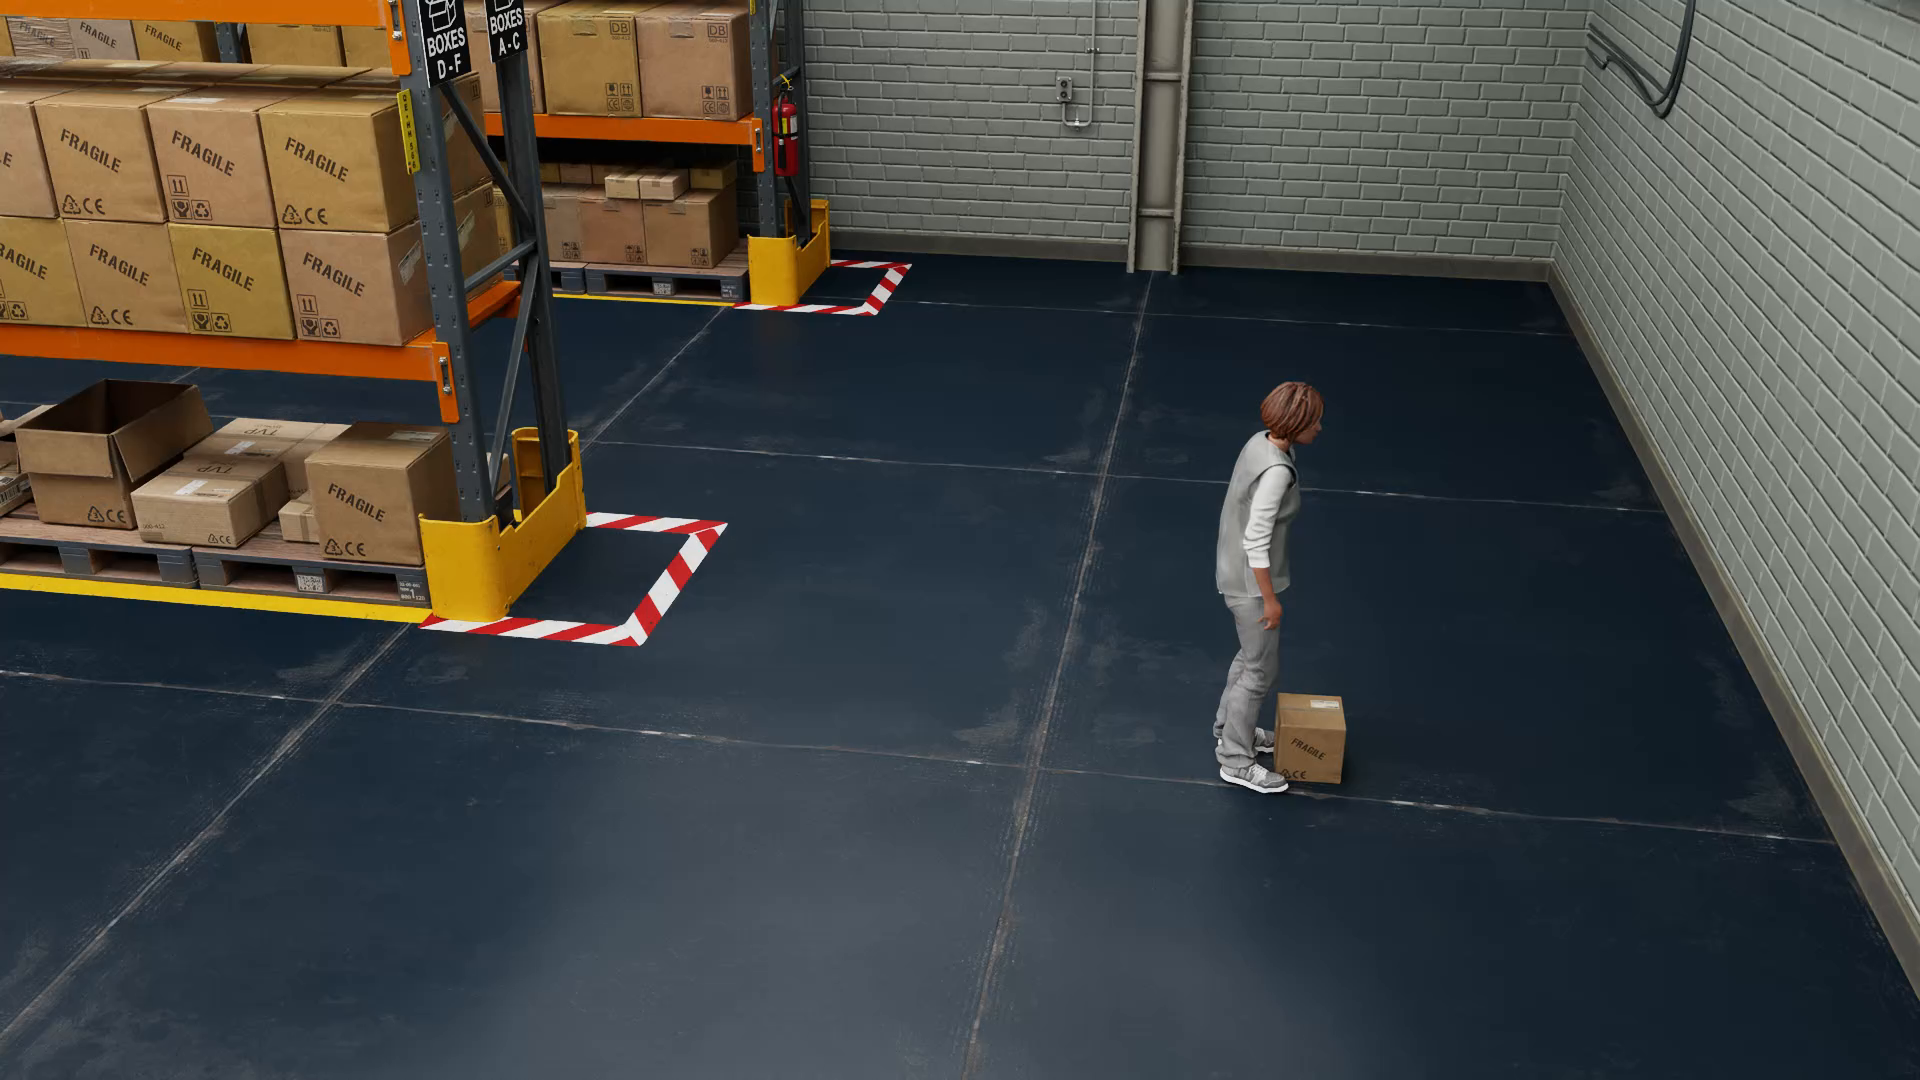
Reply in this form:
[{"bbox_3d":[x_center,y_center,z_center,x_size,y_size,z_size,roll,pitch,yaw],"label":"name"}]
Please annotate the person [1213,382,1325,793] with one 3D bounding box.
[{"bbox_3d":[1.138,0.159,6.283,0.343,1.594,0.462,4,26,9],"label":"person"}]
